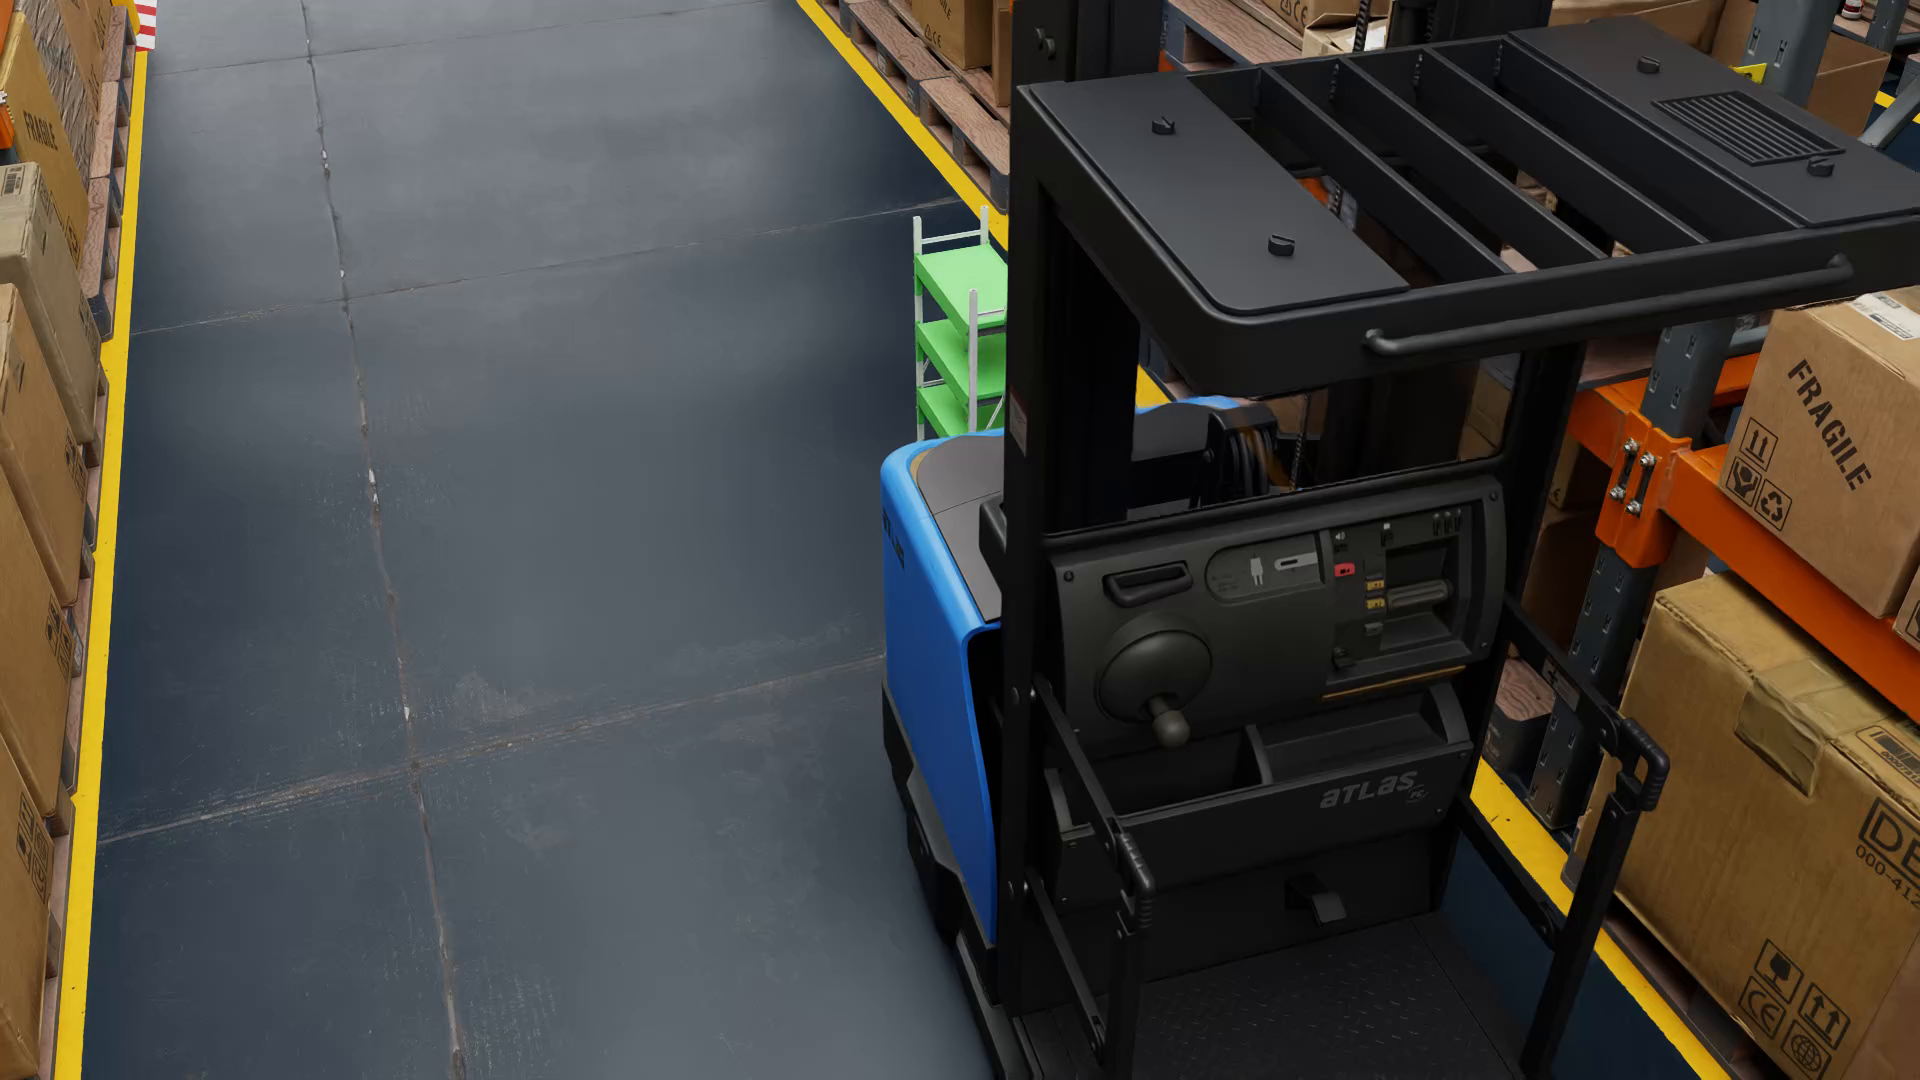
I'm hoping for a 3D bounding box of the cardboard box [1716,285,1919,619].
[{"bbox_3d":[2.013,-0.224,3.471,0.500,0.500,0.500,-11,38,-15],"label":"cardboard box"}]

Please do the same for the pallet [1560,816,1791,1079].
[{"bbox_3d":[2.302,1.060,4.167,1.003,0.211,1.213,-12,39,-16],"label":"pallet"}]

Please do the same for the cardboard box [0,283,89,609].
[{"bbox_3d":[-3.340,-0.196,5.038,1.050,0.750,0.750,-12,39,-16],"label":"cardboard box"}]

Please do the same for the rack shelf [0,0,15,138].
[{"bbox_3d":[-4.655,-2.647,7.369,1.077,0.370,4.000,-12,39,-16],"label":"rack shelf"}]

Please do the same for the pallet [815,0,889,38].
[{"bbox_3d":[-0.379,-3.411,10.103,1.003,0.211,1.213,-12,39,-16],"label":"pallet"}]

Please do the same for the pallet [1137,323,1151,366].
[{"bbox_3d":[0.994,-1.221,7.195,1.003,0.211,1.213,-12,39,-16],"label":"pallet"}]

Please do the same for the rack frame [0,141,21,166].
[{"bbox_3d":[-3.967,-1.804,5.652,1.000,3.000,0.127,-12,39,-16],"label":"rack frame"}]

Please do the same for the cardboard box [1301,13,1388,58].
[{"bbox_3d":[1.274,-1.515,5.031,0.396,0.266,0.258,-14,39,-17],"label":"cardboard box"}]

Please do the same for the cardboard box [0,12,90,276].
[{"bbox_3d":[-4.117,-1.493,6.656,0.875,0.875,0.875,-12,39,-15],"label":"cardboard box"}]

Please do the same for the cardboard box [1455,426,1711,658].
[{"bbox_3d":[1.852,-0.066,5.057,0.700,0.500,0.500,-14,39,-18],"label":"cardboard box"}]

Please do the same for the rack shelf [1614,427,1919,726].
[{"bbox_3d":[2.790,0.903,2.657,1.077,0.370,4.000,-12,39,-16],"label":"rack shelf"}]

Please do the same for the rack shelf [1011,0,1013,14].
[{"bbox_3d":[0.037,-3.617,8.656,1.077,0.370,4.000,-12,39,-16],"label":"rack shelf"}]

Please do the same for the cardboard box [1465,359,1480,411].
[{"bbox_3d":[1.651,-0.661,5.223,0.500,0.250,0.500,-8,38,-11],"label":"cardboard box"}]

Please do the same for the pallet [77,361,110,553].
[{"bbox_3d":[-3.630,-0.270,5.933,1.003,0.211,1.213,-12,39,-16],"label":"pallet"}]

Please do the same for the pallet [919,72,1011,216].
[{"bbox_3d":[0.461,-2.032,8.273,1.003,0.211,1.213,-12,39,-16],"label":"pallet"}]

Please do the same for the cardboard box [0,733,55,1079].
[{"bbox_3d":[-2.715,0.823,3.684,1.050,0.750,0.750,-13,39,-17],"label":"cardboard box"}]

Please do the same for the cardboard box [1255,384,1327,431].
[{"bbox_3d":[1.448,-0.696,5.893,0.700,0.500,0.500,-9,38,-12],"label":"cardboard box"}]

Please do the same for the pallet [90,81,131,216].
[{"bbox_3d":[-4.579,-1.827,8.000,1.003,0.211,1.213,-12,39,-16],"label":"pallet"}]

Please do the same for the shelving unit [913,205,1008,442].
[{"bbox_3d":[0.057,-0.386,5.265,0.258,1.200,0.503,-12,39,-16],"label":"shelving unit"}]

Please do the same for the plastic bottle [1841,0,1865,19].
[{"bbox_3d":[4.958,-2.998,9.197,0.097,0.201,0.097,0,37,0],"label":"plastic bottle"}]

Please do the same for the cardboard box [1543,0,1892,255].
[{"bbox_3d":[1.878,-1.019,4.178,0.500,0.500,0.500,-17,40,-21],"label":"cardboard box"}]

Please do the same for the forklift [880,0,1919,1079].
[{"bbox_3d":[0.692,0.210,3.035,1.130,2.935,3.031,-10,38,-13],"label":"forklift"}]

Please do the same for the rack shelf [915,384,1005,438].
[{"bbox_3d":[0.057,-0.335,5.303,0.258,0.148,0.480,-12,39,-16],"label":"rack shelf"}]

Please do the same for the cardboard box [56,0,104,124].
[{"bbox_3d":[-4.743,-2.517,8.015,0.875,0.875,0.875,-13,39,-17],"label":"cardboard box"}]

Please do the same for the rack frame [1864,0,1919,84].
[{"bbox_3d":[5.376,-3.800,8.301,1.000,3.000,0.127,-12,39,-16],"label":"rack frame"}]

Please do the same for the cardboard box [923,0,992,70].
[{"bbox_3d":[0.133,-2.834,8.748,0.500,0.500,0.500,-16,40,-20],"label":"cardboard box"}]

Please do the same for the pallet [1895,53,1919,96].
[{"bbox_3d":[5.682,-2.250,8.562,1.003,0.211,1.213,-12,39,-16],"label":"pallet"}]

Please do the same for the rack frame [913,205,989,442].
[{"bbox_3d":[-0.027,-0.524,5.448,0.240,1.200,0.015,-12,39,-16],"label":"rack frame"}]

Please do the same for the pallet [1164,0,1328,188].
[{"bbox_3d":[1.382,-1.548,5.471,1.003,0.211,1.213,-12,39,-16],"label":"pallet"}]

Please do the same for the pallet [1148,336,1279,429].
[{"bbox_3d":[1.418,-0.531,6.279,1.003,0.211,1.213,-12,39,-16],"label":"pallet"}]

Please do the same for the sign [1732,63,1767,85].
[{"bbox_3d":[1.595,-0.828,3.459,0.100,0.325,0.005,-12,39,-16],"label":"sign"}]
